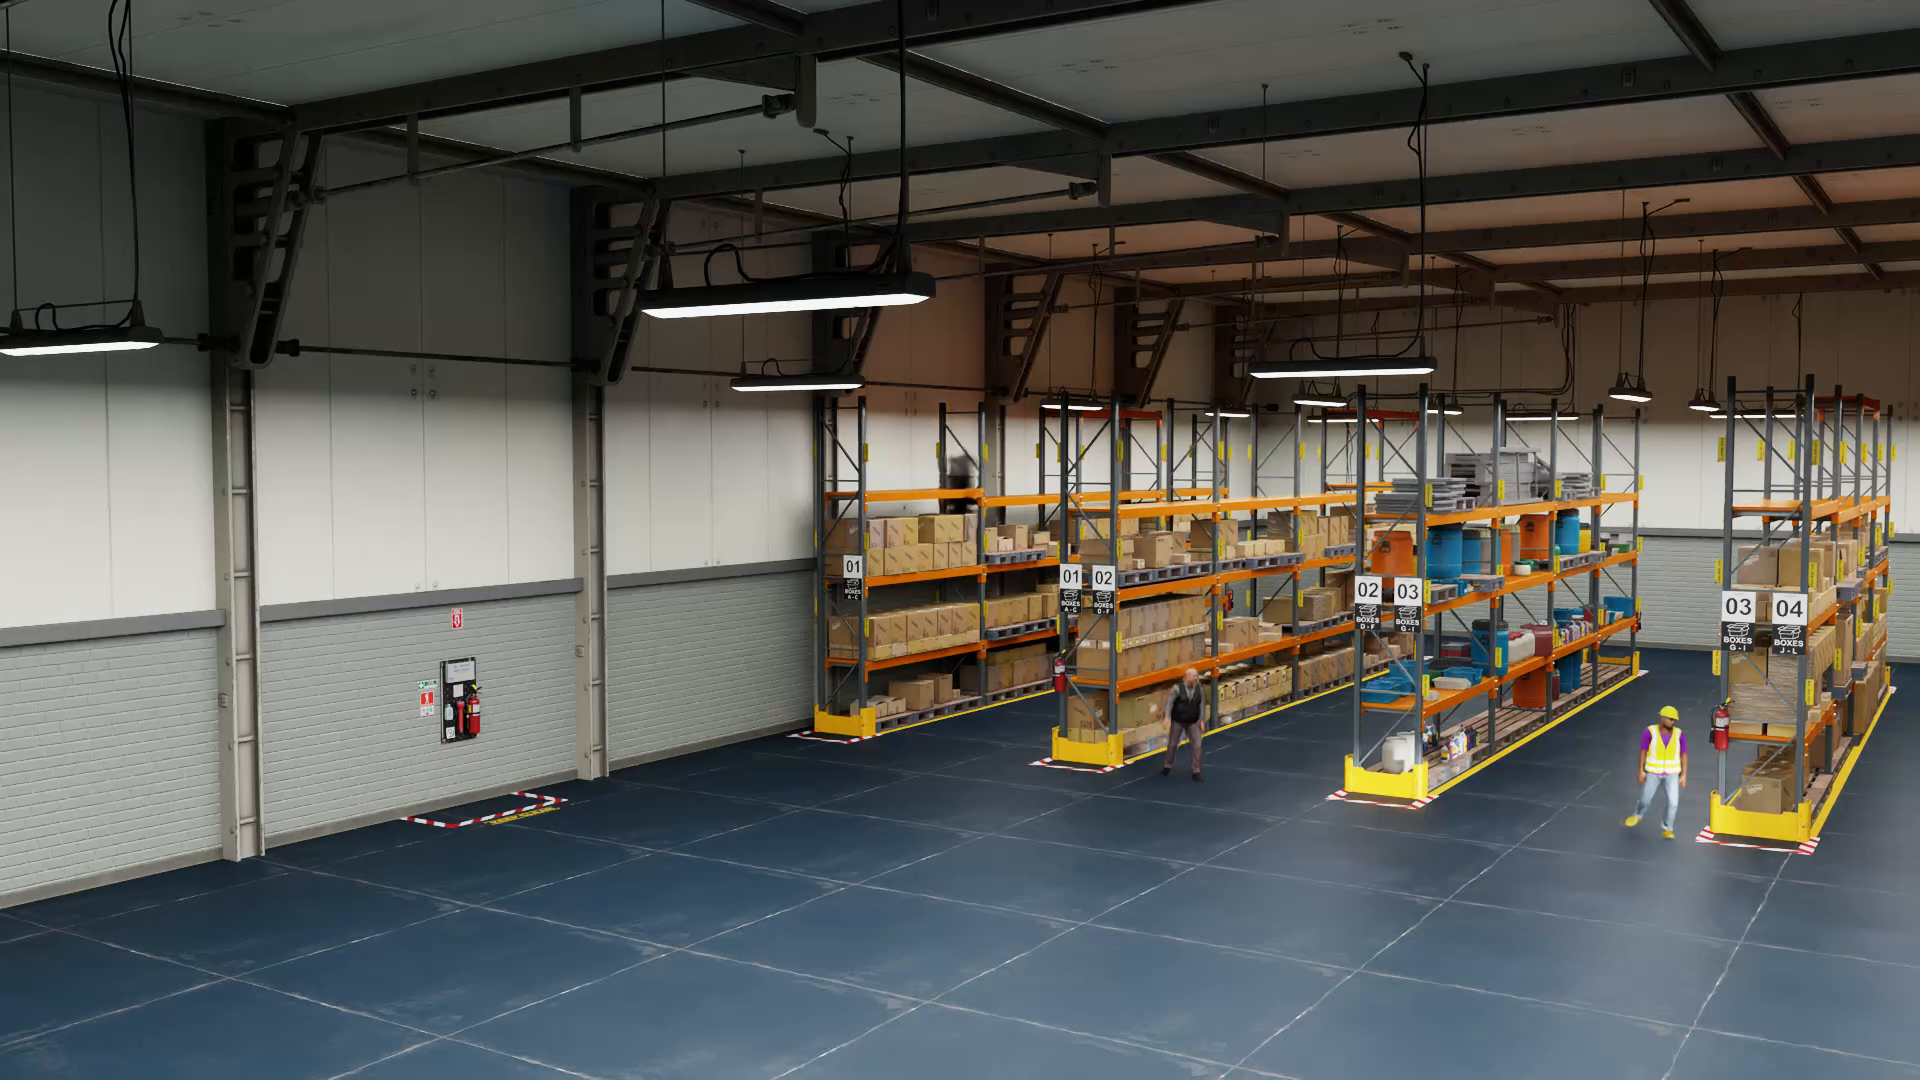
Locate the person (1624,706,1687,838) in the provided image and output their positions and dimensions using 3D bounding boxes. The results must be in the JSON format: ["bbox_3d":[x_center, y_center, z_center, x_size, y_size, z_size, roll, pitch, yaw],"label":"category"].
[{"bbox_3d":[9.082,2.991,21.684,0.711,1.715,0.645,1,3,13],"label":"person"}]

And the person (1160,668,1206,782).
[{"bbox_3d":[3.434,2.816,25.525,0.704,1.711,0.765,-1,3,-11],"label":"person"}]

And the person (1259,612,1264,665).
[{"bbox_3d":[7.022,2.193,37.821,0.530,1.609,0.861,2,4,33],"label":"person"}]
